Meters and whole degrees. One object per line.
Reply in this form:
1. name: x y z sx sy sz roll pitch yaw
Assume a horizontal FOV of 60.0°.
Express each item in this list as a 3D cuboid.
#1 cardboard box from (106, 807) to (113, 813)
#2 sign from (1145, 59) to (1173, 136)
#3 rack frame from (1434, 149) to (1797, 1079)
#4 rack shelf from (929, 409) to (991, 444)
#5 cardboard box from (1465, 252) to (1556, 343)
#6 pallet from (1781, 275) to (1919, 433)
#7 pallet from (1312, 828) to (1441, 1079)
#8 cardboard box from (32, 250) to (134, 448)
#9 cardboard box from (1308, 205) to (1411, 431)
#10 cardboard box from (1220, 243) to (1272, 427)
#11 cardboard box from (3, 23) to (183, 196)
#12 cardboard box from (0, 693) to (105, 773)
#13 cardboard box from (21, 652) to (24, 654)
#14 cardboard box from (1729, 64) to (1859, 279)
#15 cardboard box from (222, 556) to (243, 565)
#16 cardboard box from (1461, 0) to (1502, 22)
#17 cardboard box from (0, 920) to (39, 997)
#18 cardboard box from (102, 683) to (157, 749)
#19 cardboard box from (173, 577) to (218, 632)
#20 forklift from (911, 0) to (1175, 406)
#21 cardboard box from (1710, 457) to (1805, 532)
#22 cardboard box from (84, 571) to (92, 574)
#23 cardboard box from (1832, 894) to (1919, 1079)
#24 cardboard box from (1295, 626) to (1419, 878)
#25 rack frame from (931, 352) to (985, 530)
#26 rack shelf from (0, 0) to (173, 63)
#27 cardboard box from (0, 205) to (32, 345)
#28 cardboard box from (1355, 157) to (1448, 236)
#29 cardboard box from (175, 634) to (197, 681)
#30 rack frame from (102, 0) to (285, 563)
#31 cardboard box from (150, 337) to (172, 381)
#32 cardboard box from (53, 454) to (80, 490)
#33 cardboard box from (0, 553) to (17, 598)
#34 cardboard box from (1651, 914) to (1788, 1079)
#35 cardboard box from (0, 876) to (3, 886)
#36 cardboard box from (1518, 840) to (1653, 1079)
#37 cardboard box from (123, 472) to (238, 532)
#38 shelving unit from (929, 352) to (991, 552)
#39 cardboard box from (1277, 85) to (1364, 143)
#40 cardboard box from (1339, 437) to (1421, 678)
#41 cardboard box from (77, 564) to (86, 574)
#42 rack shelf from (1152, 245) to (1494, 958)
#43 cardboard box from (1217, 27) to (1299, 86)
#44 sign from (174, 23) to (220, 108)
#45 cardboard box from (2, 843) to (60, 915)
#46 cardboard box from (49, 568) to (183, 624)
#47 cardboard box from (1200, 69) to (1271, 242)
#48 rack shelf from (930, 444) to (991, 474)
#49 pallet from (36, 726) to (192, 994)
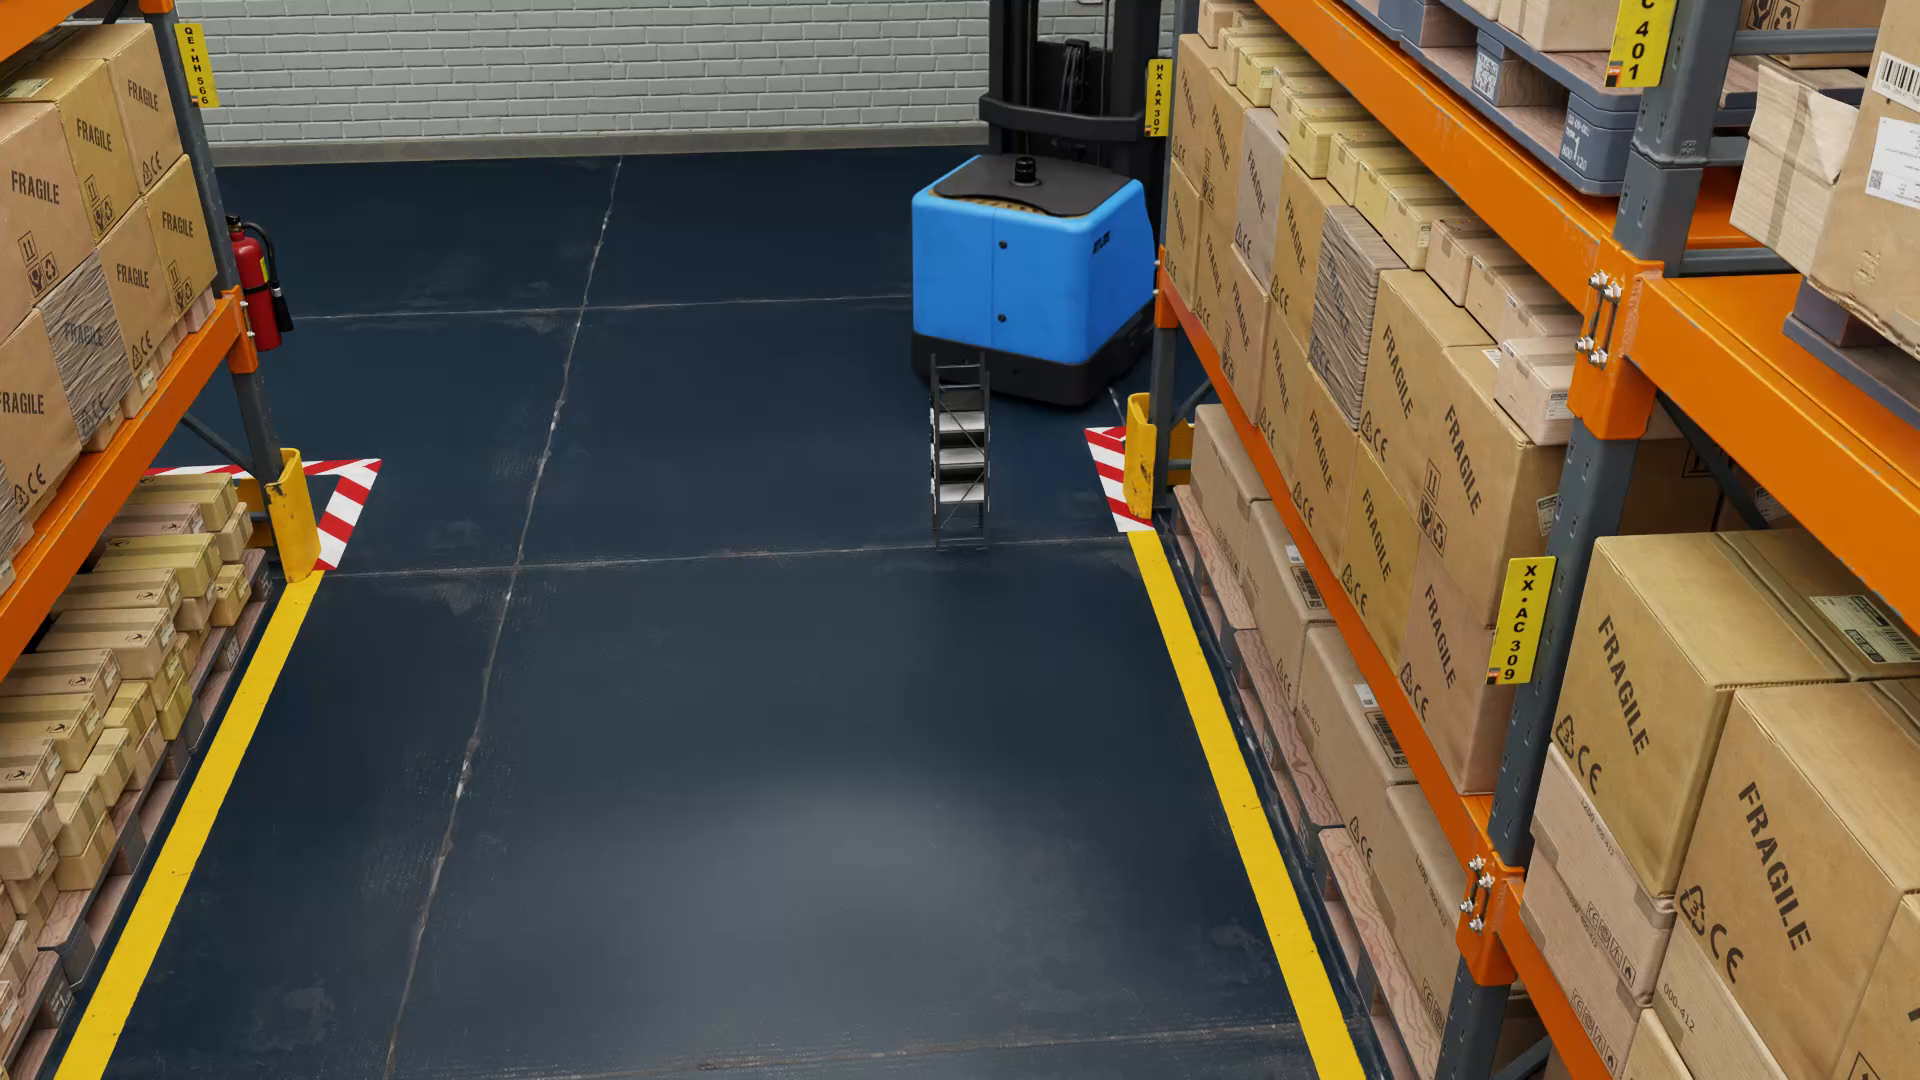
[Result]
1. cardboard box: -3.129 0.896 5.695 0.380 0.149 0.250 -2 31 -3
2. sign: 0.840 -1.868 7.031 0.100 0.325 0.005 -3 31 -5
3. rack frame: 1.766 0.556 3.894 1.000 3.000 0.127 -3 31 -5
4. rack shelf: -0.001 -0.516 7.451 0.258 0.077 0.200 -3 31 -5
5. cardboard box: 1.491 -0.604 4.131 0.380 0.149 0.250 -3 31 -5
6. pallet: 1.901 -0.184 2.394 0.805 0.209 1.217 -4 31 -7
7. pallet: 1.773 1.361 5.265 1.003 0.211 1.213 -3 31 -5
8. cardboard box: -3.128 -0.629 5.491 0.500 0.500 0.500 -3 31 -4
9. cardboard box: 1.351 -0.662 4.861 0.500 0.500 0.500 -2 31 -4
10. cardboard box: 1.256 -0.753 5.987 0.500 0.500 0.500 -3 31 -5
11. cardboard box: -3.236 -1.575 6.100 0.500 0.500 0.500 -3 31 -6
12. cardboard box: -3.099 0.648 5.530 0.380 0.149 0.250 -3 31 -4
13. cardboard box: -3.617 0.529 6.020 0.380 0.149 0.250 -4 31 -7
14. cardboard box: 1.465 -0.582 2.595 0.396 0.266 0.258 -3 31 -5
15. cardboard box: -3.269 0.105 7.019 0.380 0.149 0.250 -2 31 -4
16. cardboard box: 1.363 -1.293 3.802 0.380 0.149 0.250 -2 31 -3
17. cardboard box: -3.040 1.300 5.019 0.380 0.149 0.250 -3 31 -6
18. cardboard box: -3.076 0.635 5.842 0.380 0.149 0.250 -1 31 -2
19. cardboard box: -3.142 0.240 6.504 0.380 0.149 0.250 -4 31 -7
20. forklift: 0.841 -2.700 9.412 1.130 2.935 3.031 14 34 23
21. cardboard box: 1.963 -0.171 4.038 0.500 0.500 0.500 -3 31 -4
22. cardboard box: -3.690 0.259 6.762 0.380 0.149 0.250 -3 31 -5
23. cardboard box: 1.641 0.837 2.351 0.500 0.500 0.500 -3 31 -6
24. cardboard box: 1.730 0.693 5.753 0.875 0.438 0.875 -4 31 -6
25. rack frame: -0.010 -0.442 7.613 0.240 0.900 0.006 -3 31 -5
26. rack shelf: -3.339 -1.155 4.535 1.077 0.370 4.000 -3 31 -5
27. cardboard box: -3.078 -0.782 4.771 0.500 0.500 0.500 -4 31 -6
28. cardboard box: 1.364 -0.992 4.781 0.380 0.149 0.250 -3 31 -6
29. cardboard box: -3.170 0.496 6.365 0.380 0.149 0.250 -2 31 -4
30. rack frame: -3.526 -1.197 6.829 1.000 3.000 0.127 -3 31 -5
31. cardboard box: -3.190 -0.680 6.209 0.380 0.149 0.250 -3 31 -5
32. cardboard box: -3.182 -0.275 5.529 0.380 0.149 0.250 -4 31 -7
33. cardboard box: -3.025 0.123 4.865 0.380 0.149 0.250 -1 31 -2
34. cardboard box: 1.603 0.909 2.962 0.500 0.250 0.500 -2 31 -4
35. cardboard box: -3.065 1.045 4.866 0.380 0.149 0.250 -4 31 -6
36. cardboard box: 1.545 0.858 3.535 0.500 0.250 0.500 -3 31 -6
37. cardboard box: -3.224 -0.151 6.868 0.380 0.149 0.250 -2 31 -4
38. shelving unit: -0.001 -0.390 7.526 0.258 0.900 0.210 -3 31 -5
39. cardboard box: 1.257 -1.379 5.429 0.380 0.149 0.250 -2 31 -4
40. cardboard box: 1.415 0.026 4.683 0.500 0.500 0.500 -3 31 -6
41. cardboard box: -3.763 0.141 6.669 0.380 0.149 0.250 -3 31 -5
42. rack shelf: 1.580 -0.156 5.788 1.077 0.370 4.000 -3 31 -5
43. cardboard box: 1.156 -1.774 6.089 0.380 0.149 0.250 -2 31 -3
44. sign: -2.972 -1.846 6.479 0.100 0.325 0.005 -3 31 -5
45. cardboard box: -3.064 1.033 5.175 0.380 0.149 0.250 -1 31 -2
46. cardboard box: -3.146 0.242 6.211 0.380 0.149 0.250 -4 31 -7
47. cardboard box: 1.209 -1.436 6.156 0.500 0.500 0.500 -4 31 -6
48. rack shelf: -0.001 -0.362 7.543 0.258 0.077 0.200 -3 31 -5
49. pallet: -3.368 1.077 5.742 1.003 0.211 1.213 -3 31 -5
